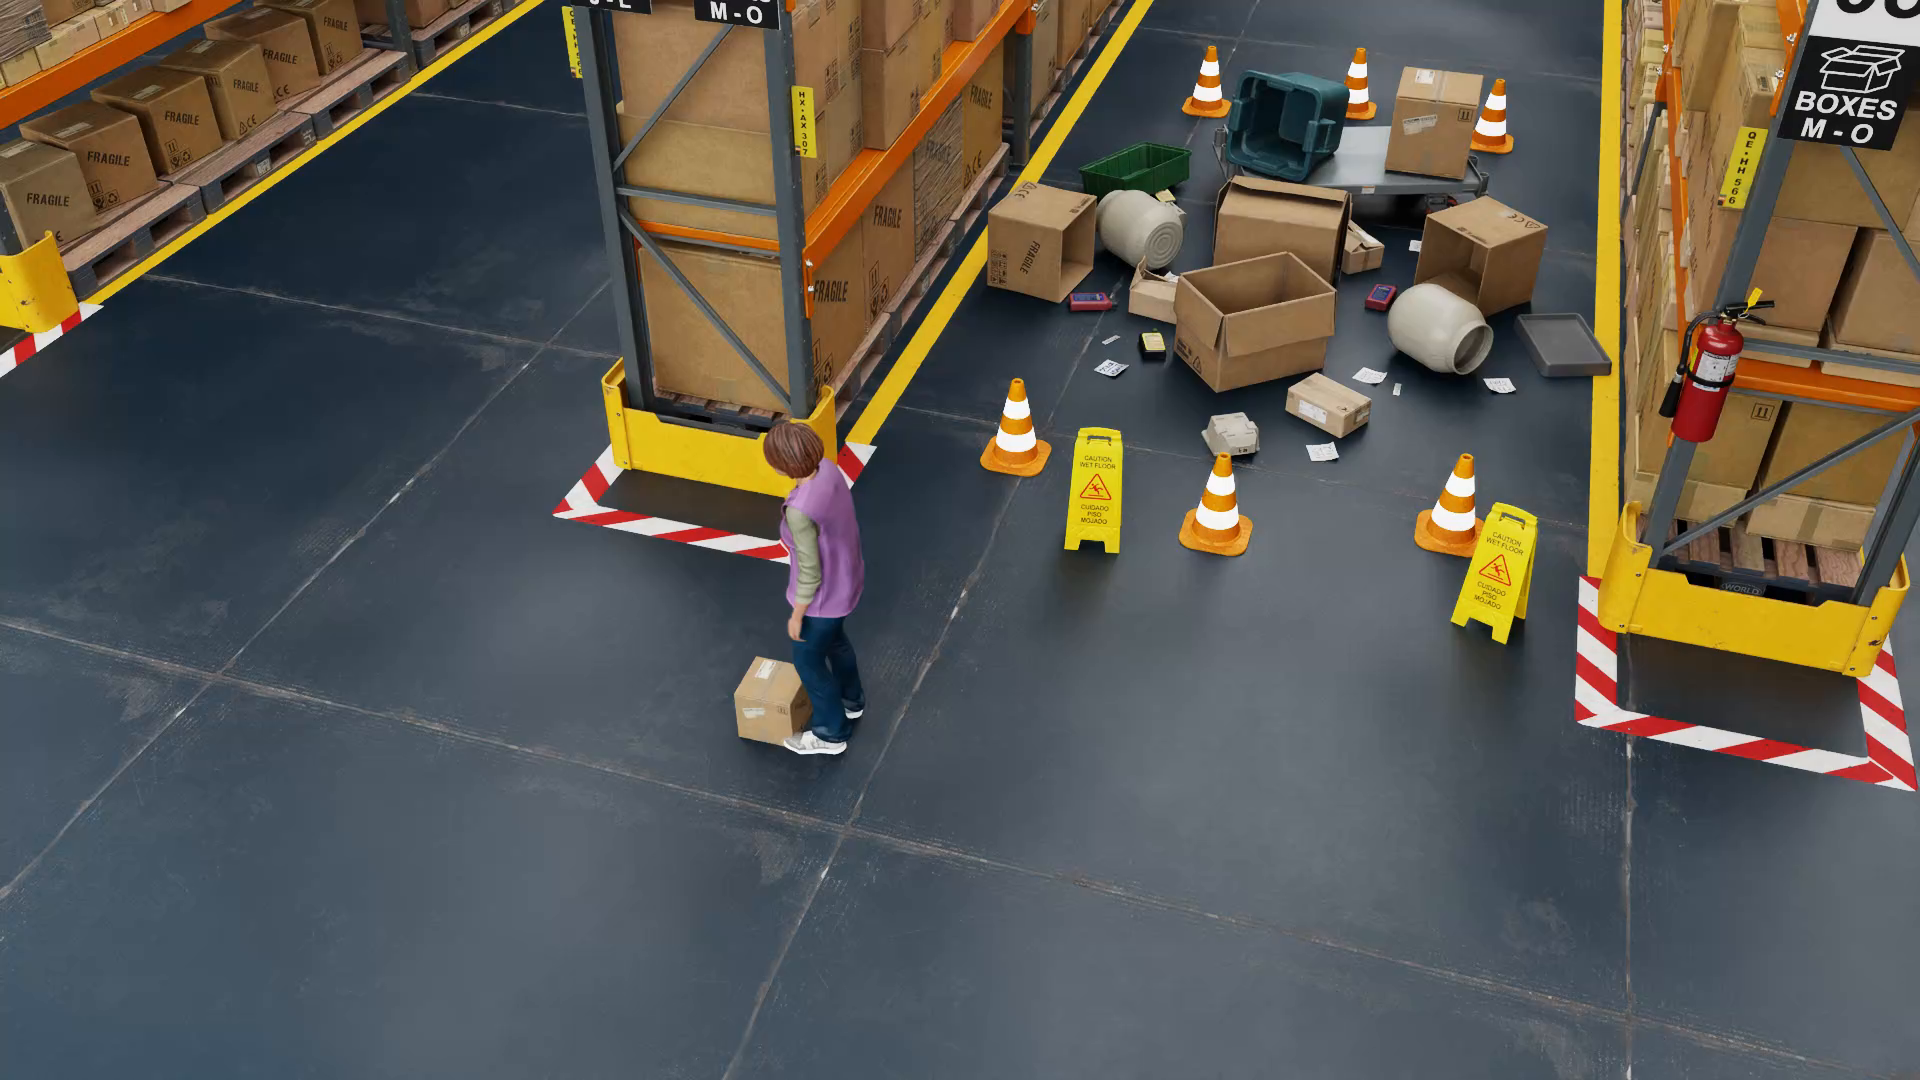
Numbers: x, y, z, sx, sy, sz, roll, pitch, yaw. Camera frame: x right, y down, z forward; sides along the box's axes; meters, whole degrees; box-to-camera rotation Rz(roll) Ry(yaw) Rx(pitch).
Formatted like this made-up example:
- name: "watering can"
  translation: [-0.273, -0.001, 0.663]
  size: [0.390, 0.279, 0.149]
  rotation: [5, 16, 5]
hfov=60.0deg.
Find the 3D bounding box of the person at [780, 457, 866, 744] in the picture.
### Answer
- name: "person"
  translation: [-0.536, 0.264, 6.666]
  size: [0.291, 1.327, 0.465]
  rotation: [9, 38, 11]
